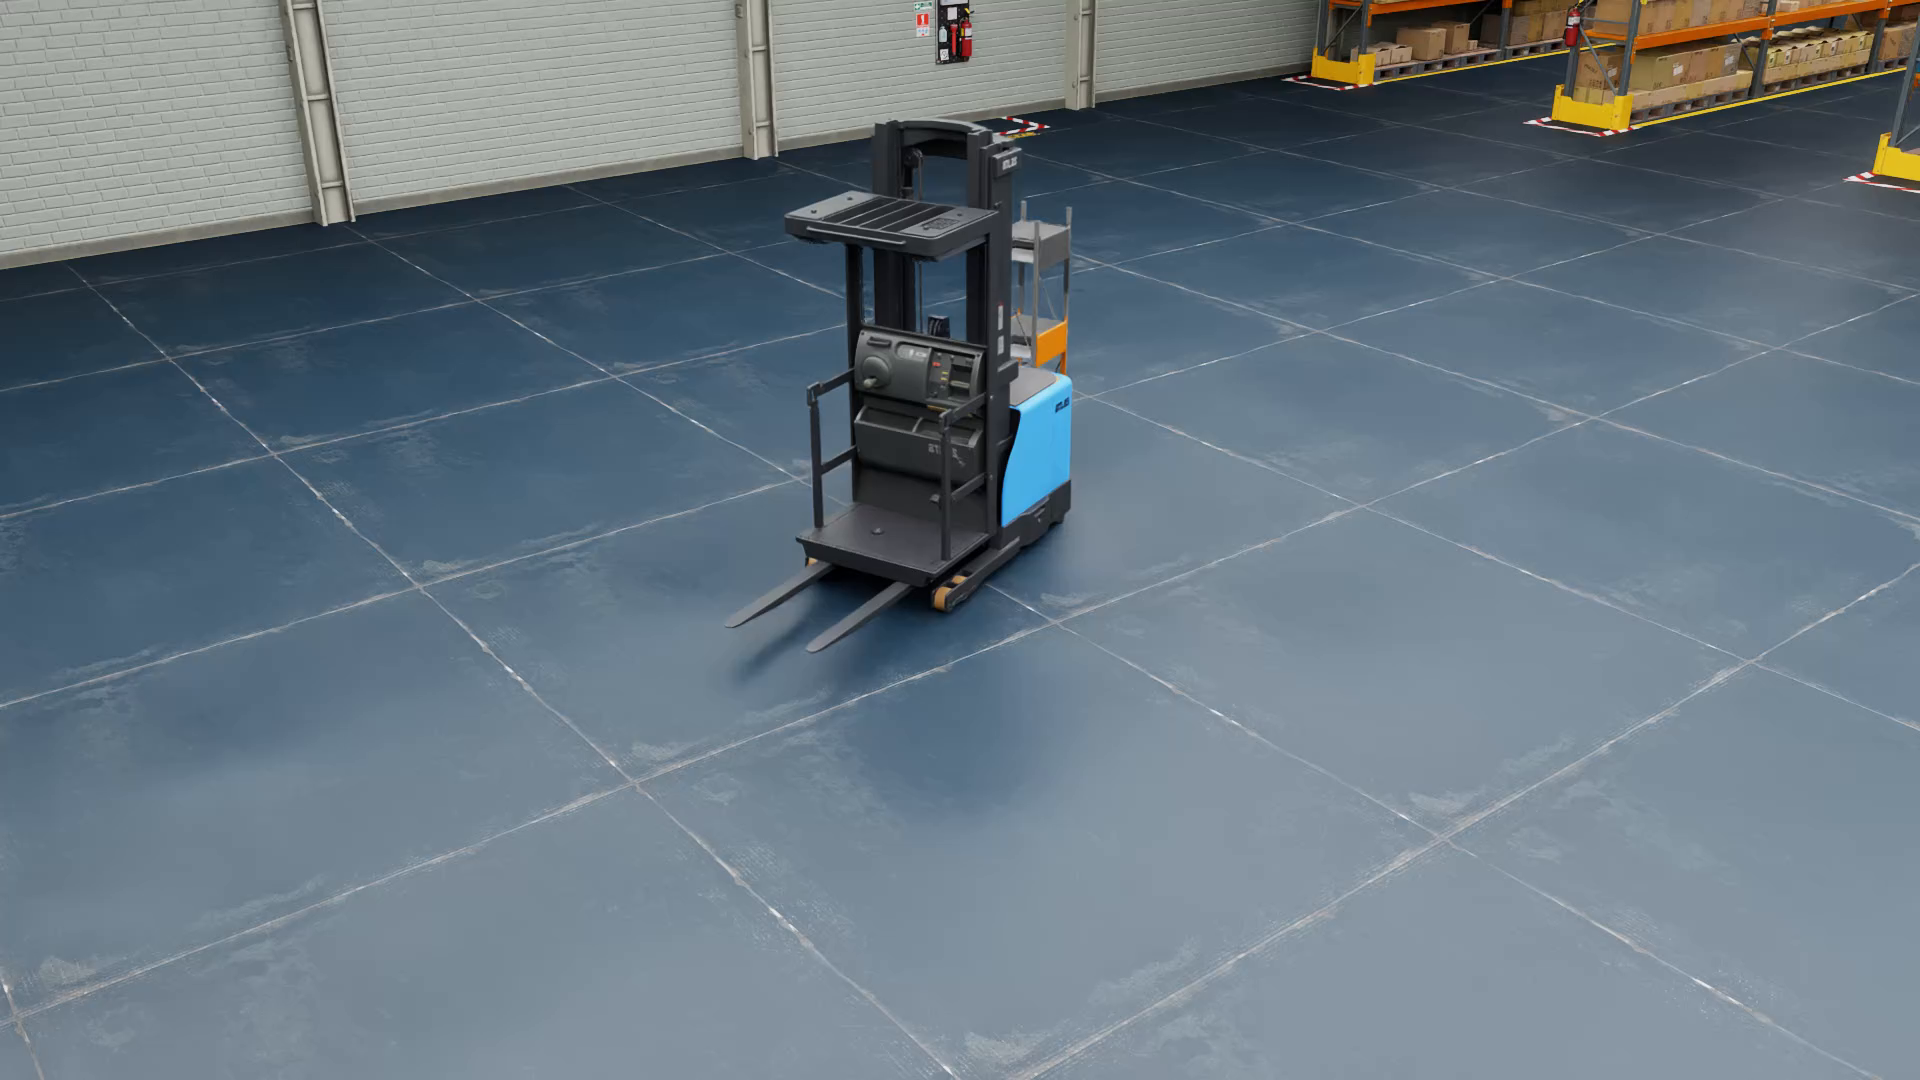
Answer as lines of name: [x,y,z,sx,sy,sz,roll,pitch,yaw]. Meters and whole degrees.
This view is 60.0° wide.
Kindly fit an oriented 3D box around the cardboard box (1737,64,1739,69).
cardboard box: [12.979,-7.953,28.090,0.500,0.250,0.500,-19,31,-35]

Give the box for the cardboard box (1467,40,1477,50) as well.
cardboard box: [9.370,-9.211,30.878,0.380,0.166,0.250,22,33,39]

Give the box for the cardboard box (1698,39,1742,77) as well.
cardboard box: [12.201,-7.770,26.806,0.500,0.500,0.500,-18,31,-34]

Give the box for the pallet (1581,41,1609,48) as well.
pallet: [12.304,-10.018,33.084,1.213,0.211,1.003,-18,31,-34]

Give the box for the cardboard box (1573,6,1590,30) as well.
cardboard box: [11.908,-10.251,32.722,0.500,0.500,0.700,-18,31,-34]

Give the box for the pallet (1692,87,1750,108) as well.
pallet: [12.180,-7.348,27.333,1.213,0.211,1.003,-18,31,-34]

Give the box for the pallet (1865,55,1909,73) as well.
pallet: [16.590,-8.761,30.378,1.213,0.211,1.003,-18,31,-34]

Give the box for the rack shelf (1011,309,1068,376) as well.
rack shelf: [0.490,-1.359,12.206,0.431,0.518,0.480,14,27,27]

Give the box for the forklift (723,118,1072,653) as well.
forklift: [-0.380,-1.083,10.602,1.130,2.935,3.031,14,28,28]

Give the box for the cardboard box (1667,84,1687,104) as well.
cardboard box: [11.028,-7.036,26.116,0.500,0.250,0.500,-18,31,-34]

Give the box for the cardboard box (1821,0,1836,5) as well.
cardboard box: [14.669,-9.449,28.428,0.500,0.500,0.500,-20,32,-37]

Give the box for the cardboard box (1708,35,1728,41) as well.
cardboard box: [12.274,-8.073,27.457,0.500,0.500,0.500,-18,31,-34]

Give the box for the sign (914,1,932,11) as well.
sign: [-0.538,-7.833,24.392,0.331,0.109,0.001,-18,31,-34]

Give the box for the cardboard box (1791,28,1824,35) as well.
cardboard box: [14.978,-8.865,29.389,0.500,0.311,0.500,-19,31,-35]

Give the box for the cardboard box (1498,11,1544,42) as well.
cardboard box: [10.717,-9.859,31.877,0.500,0.500,0.700,-19,31,-35]

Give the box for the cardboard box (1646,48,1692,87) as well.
cardboard box: [11.021,-7.380,25.966,0.500,0.500,0.500,-18,31,-34]

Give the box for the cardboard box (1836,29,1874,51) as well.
cardboard box: [15.719,-8.825,29.303,0.500,0.311,0.500,-17,30,-33]

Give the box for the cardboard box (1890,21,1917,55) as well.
cardboard box: [17.320,-9.201,30.458,0.500,0.500,0.500,-19,31,-35]

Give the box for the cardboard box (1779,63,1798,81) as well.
cardboard box: [13.705,-7.904,27.985,0.500,0.250,0.500,-17,30,-33]

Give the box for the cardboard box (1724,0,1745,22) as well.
cardboard box: [12.075,-8.595,26.587,0.500,0.500,0.700,-19,31,-35]

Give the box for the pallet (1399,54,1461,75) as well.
pallet: [8.305,-8.676,30.194,1.213,0.211,1.003,-18,31,-34]

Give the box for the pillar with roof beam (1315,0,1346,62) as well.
pillar with roof beam: [9.298,-11.170,25.129,0.400,9.000,9.100,-18,31,-34]

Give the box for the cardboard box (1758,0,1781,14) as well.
cardboard box: [13.192,-8.880,27.499,0.500,0.250,0.500,-16,29,-31]

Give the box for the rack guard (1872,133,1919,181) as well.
rack guard: [12.768,-5.026,21.987,0.348,0.500,1.175,-18,31,-34]

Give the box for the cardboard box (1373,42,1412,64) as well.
cardboard box: [7.673,-8.685,29.571,0.500,0.311,0.500,-15,29,-30]

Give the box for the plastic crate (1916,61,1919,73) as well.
plastic crate: [12.947,-6.287,21.909,0.616,0.251,0.499,-18,31,-34]

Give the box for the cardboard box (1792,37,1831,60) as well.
cardboard box: [14.520,-8.428,28.448,0.500,0.311,0.500,-17,30,-33]

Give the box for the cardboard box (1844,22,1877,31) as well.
cardboard box: [16.571,-9.231,30.524,0.500,0.500,0.500,-17,30,-32]

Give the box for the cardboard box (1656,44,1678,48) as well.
cardboard box: [11.095,-7.682,26.616,0.500,0.500,0.500,-18,31,-34]

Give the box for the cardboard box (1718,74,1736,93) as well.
cardboard box: [12.202,-7.430,26.963,0.500,0.250,0.500,-18,31,-34]

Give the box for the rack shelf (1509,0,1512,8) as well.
rack shelf: [11.346,-10.639,31.966,4.000,0.370,1.077,-18,31,-34]

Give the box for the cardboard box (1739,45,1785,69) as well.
cardboard box: [13.311,-8.028,27.587,0.500,0.311,0.500,-18,30,-34]

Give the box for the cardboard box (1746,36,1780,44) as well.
cardboard box: [13.773,-8.470,28.538,0.500,0.311,0.500,-18,31,-34]

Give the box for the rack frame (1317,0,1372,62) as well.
rack frame: [6.624,-9.407,28.456,0.127,3.000,1.000,-18,31,-34]

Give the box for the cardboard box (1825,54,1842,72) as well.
cardboard box: [14.915,-8.306,28.851,0.500,0.250,0.500,-17,30,-33]

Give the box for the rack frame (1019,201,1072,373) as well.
rack frame: [0.613,-1.457,12.394,0.400,2.100,0.015,14,27,27]

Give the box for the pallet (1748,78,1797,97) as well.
pallet: [13.387,-7.745,28.188,1.213,0.211,1.003,-18,31,-34]

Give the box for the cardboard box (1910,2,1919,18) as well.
cardboard box: [17.809,-9.985,31.258,0.500,0.250,0.500,-18,30,-34]

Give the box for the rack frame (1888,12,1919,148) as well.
rack frame: [12.738,-6.125,21.384,0.127,3.000,1.000,-18,31,-34]

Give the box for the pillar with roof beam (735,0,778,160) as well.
pillar with roof beam: [-0.145,-8.053,18.413,0.400,9.000,9.100,-18,31,-34]

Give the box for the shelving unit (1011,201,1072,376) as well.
shelving unit: [0.490,-1.372,12.201,0.431,2.100,0.503,14,27,27]

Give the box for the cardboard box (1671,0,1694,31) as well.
cardboard box: [10.864,-8.194,25.724,0.500,0.500,0.700,-18,30,-34]

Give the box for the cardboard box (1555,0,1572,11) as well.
cardboard box: [11.497,-10.424,32.203,0.500,0.250,0.500,-18,31,-34]

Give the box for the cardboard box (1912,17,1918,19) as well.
cardboard box: [17.785,-9.635,31.395,0.500,0.500,0.500,-18,30,-33]

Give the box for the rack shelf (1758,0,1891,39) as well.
rack shelf: [14.406,-8.999,28.432,4.000,0.370,1.077,-18,31,-34]
